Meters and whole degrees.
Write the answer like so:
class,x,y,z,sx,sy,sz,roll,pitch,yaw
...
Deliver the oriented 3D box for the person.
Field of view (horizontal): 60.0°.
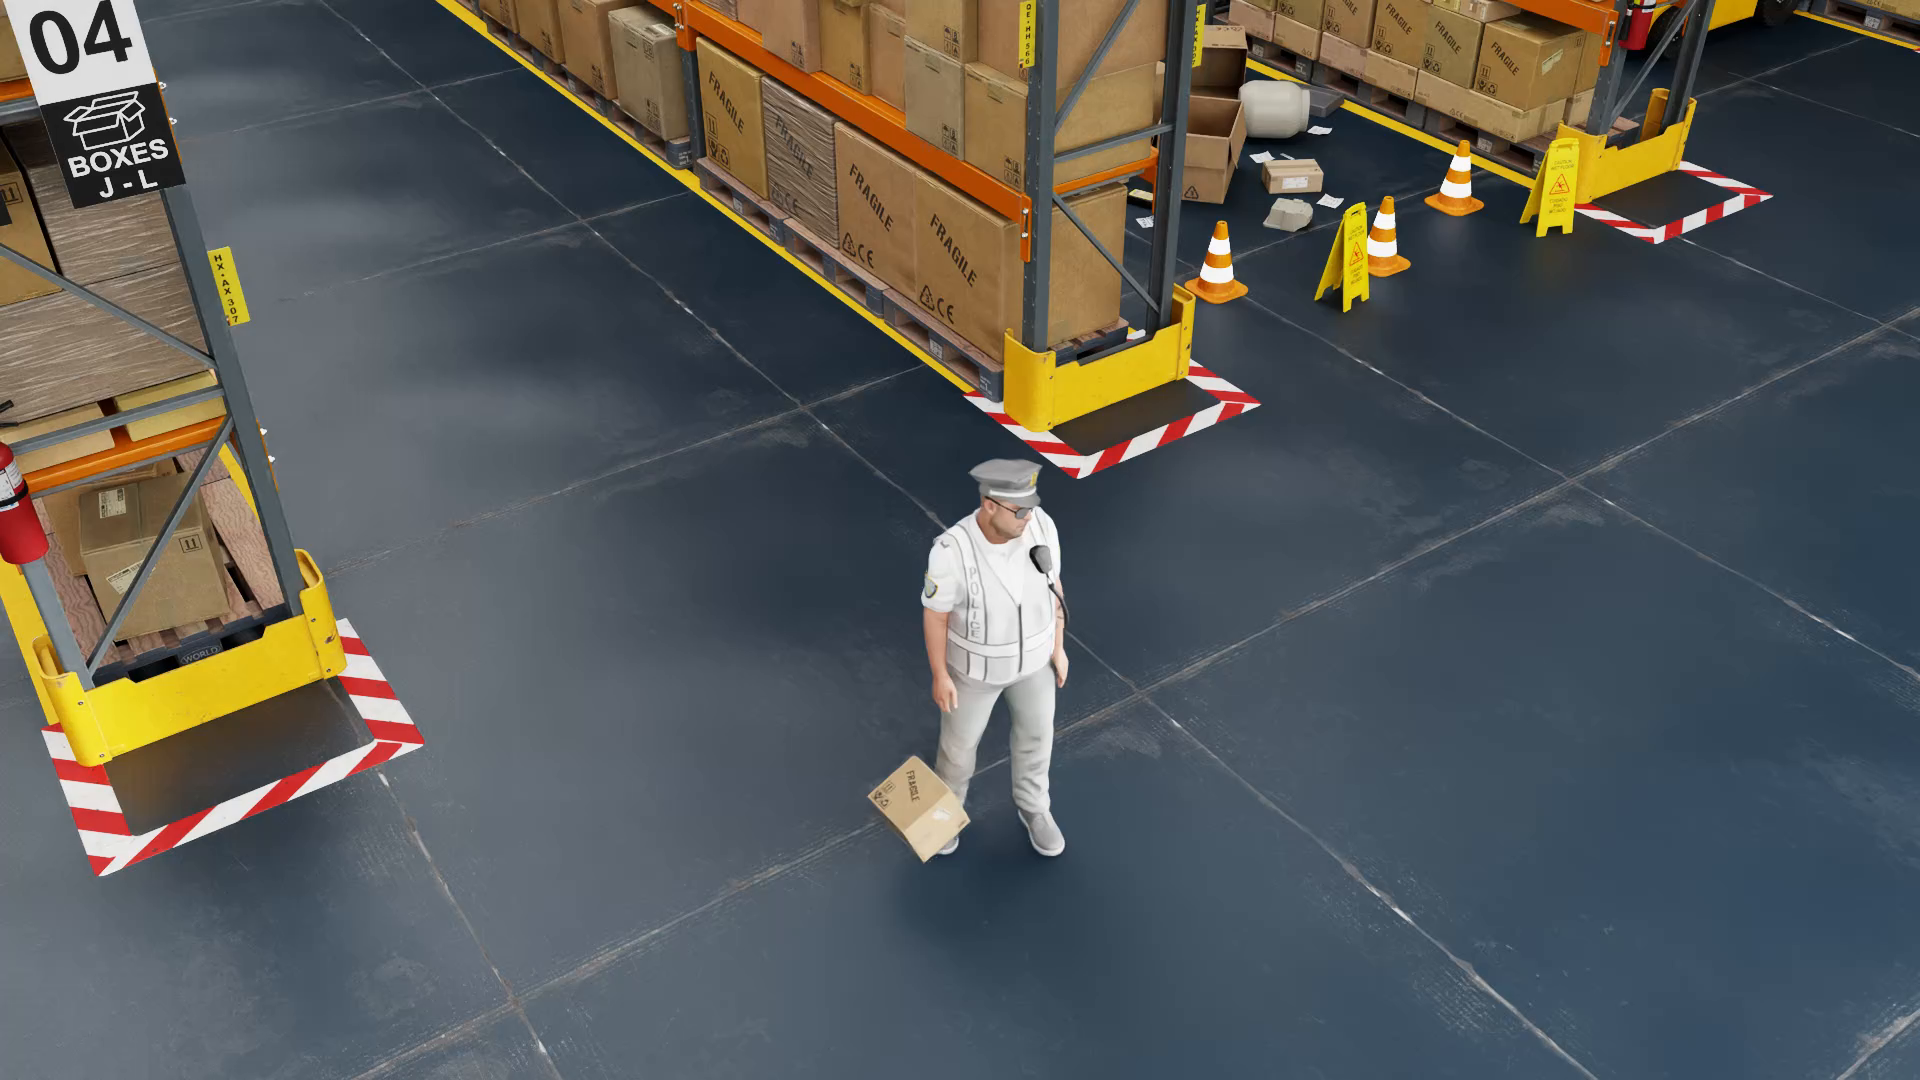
class,x,y,z,sx,sy,sz,roll,pitch,yaw
person,0.147,0.482,6.296,0.575,1.760,0.551,-15,39,-19
